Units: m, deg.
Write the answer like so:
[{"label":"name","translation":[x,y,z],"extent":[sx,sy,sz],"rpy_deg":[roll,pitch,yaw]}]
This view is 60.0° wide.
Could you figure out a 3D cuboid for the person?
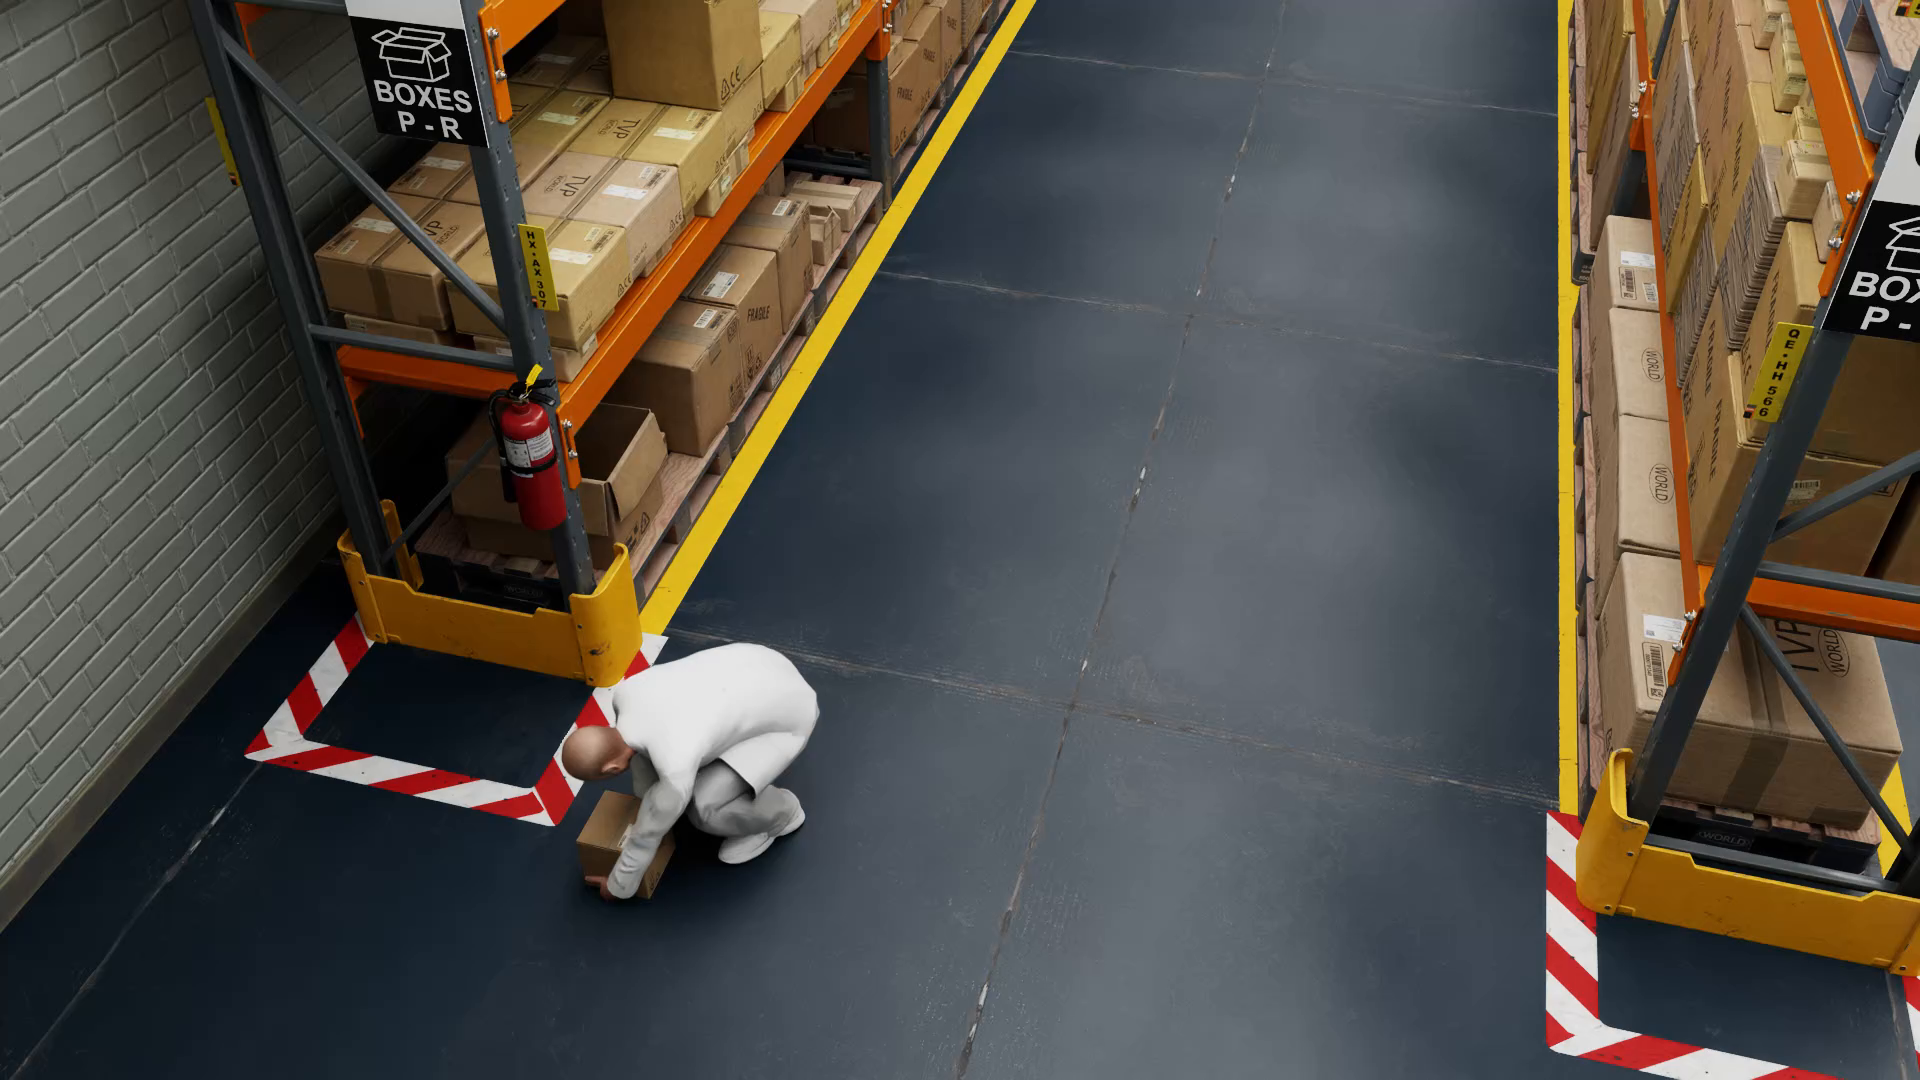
[{"label":"person","translation":[-0.954,0.807,5.999],"extent":[0.958,0.811,0.577],"rpy_deg":[-22,45,-24]}]
